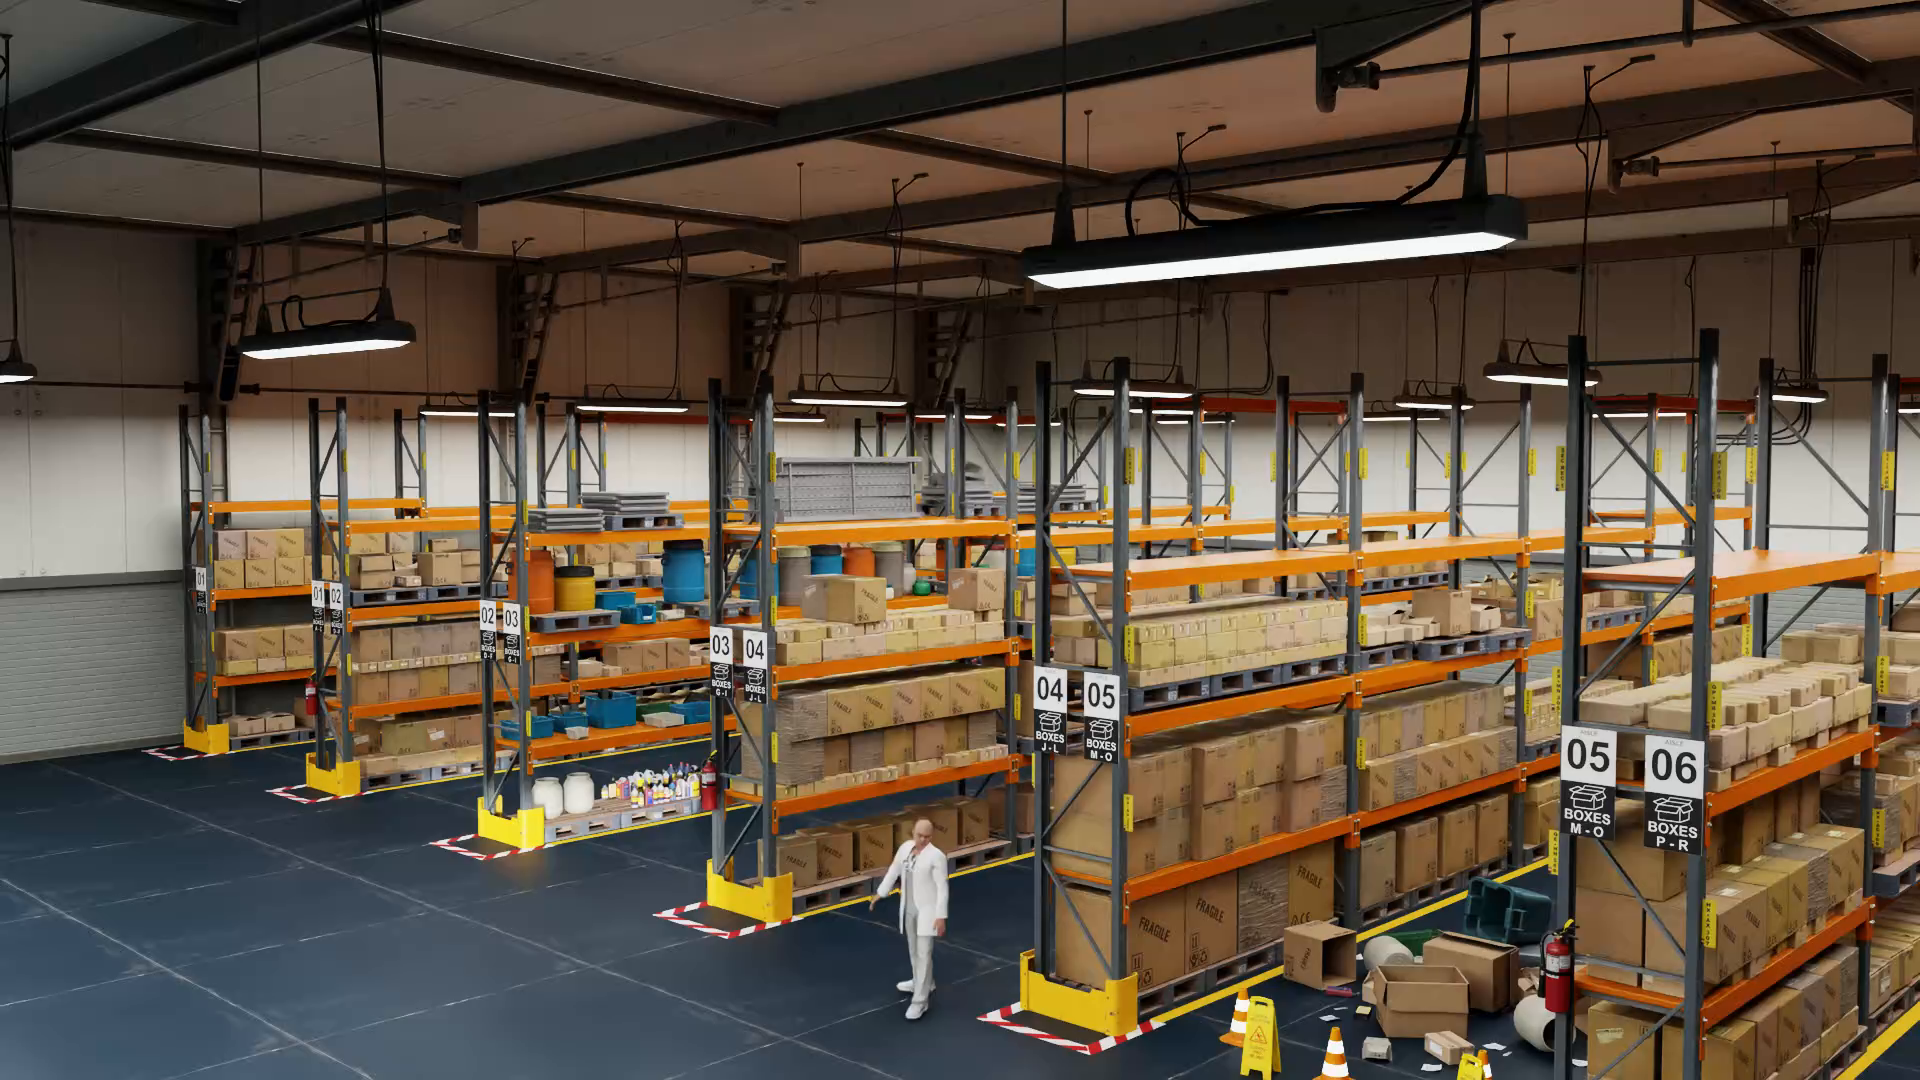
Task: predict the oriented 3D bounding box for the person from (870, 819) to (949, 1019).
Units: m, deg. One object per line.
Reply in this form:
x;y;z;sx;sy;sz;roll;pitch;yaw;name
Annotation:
-0.468;3.452;15.510;0.816;1.749;0.822;2;4;39;person
